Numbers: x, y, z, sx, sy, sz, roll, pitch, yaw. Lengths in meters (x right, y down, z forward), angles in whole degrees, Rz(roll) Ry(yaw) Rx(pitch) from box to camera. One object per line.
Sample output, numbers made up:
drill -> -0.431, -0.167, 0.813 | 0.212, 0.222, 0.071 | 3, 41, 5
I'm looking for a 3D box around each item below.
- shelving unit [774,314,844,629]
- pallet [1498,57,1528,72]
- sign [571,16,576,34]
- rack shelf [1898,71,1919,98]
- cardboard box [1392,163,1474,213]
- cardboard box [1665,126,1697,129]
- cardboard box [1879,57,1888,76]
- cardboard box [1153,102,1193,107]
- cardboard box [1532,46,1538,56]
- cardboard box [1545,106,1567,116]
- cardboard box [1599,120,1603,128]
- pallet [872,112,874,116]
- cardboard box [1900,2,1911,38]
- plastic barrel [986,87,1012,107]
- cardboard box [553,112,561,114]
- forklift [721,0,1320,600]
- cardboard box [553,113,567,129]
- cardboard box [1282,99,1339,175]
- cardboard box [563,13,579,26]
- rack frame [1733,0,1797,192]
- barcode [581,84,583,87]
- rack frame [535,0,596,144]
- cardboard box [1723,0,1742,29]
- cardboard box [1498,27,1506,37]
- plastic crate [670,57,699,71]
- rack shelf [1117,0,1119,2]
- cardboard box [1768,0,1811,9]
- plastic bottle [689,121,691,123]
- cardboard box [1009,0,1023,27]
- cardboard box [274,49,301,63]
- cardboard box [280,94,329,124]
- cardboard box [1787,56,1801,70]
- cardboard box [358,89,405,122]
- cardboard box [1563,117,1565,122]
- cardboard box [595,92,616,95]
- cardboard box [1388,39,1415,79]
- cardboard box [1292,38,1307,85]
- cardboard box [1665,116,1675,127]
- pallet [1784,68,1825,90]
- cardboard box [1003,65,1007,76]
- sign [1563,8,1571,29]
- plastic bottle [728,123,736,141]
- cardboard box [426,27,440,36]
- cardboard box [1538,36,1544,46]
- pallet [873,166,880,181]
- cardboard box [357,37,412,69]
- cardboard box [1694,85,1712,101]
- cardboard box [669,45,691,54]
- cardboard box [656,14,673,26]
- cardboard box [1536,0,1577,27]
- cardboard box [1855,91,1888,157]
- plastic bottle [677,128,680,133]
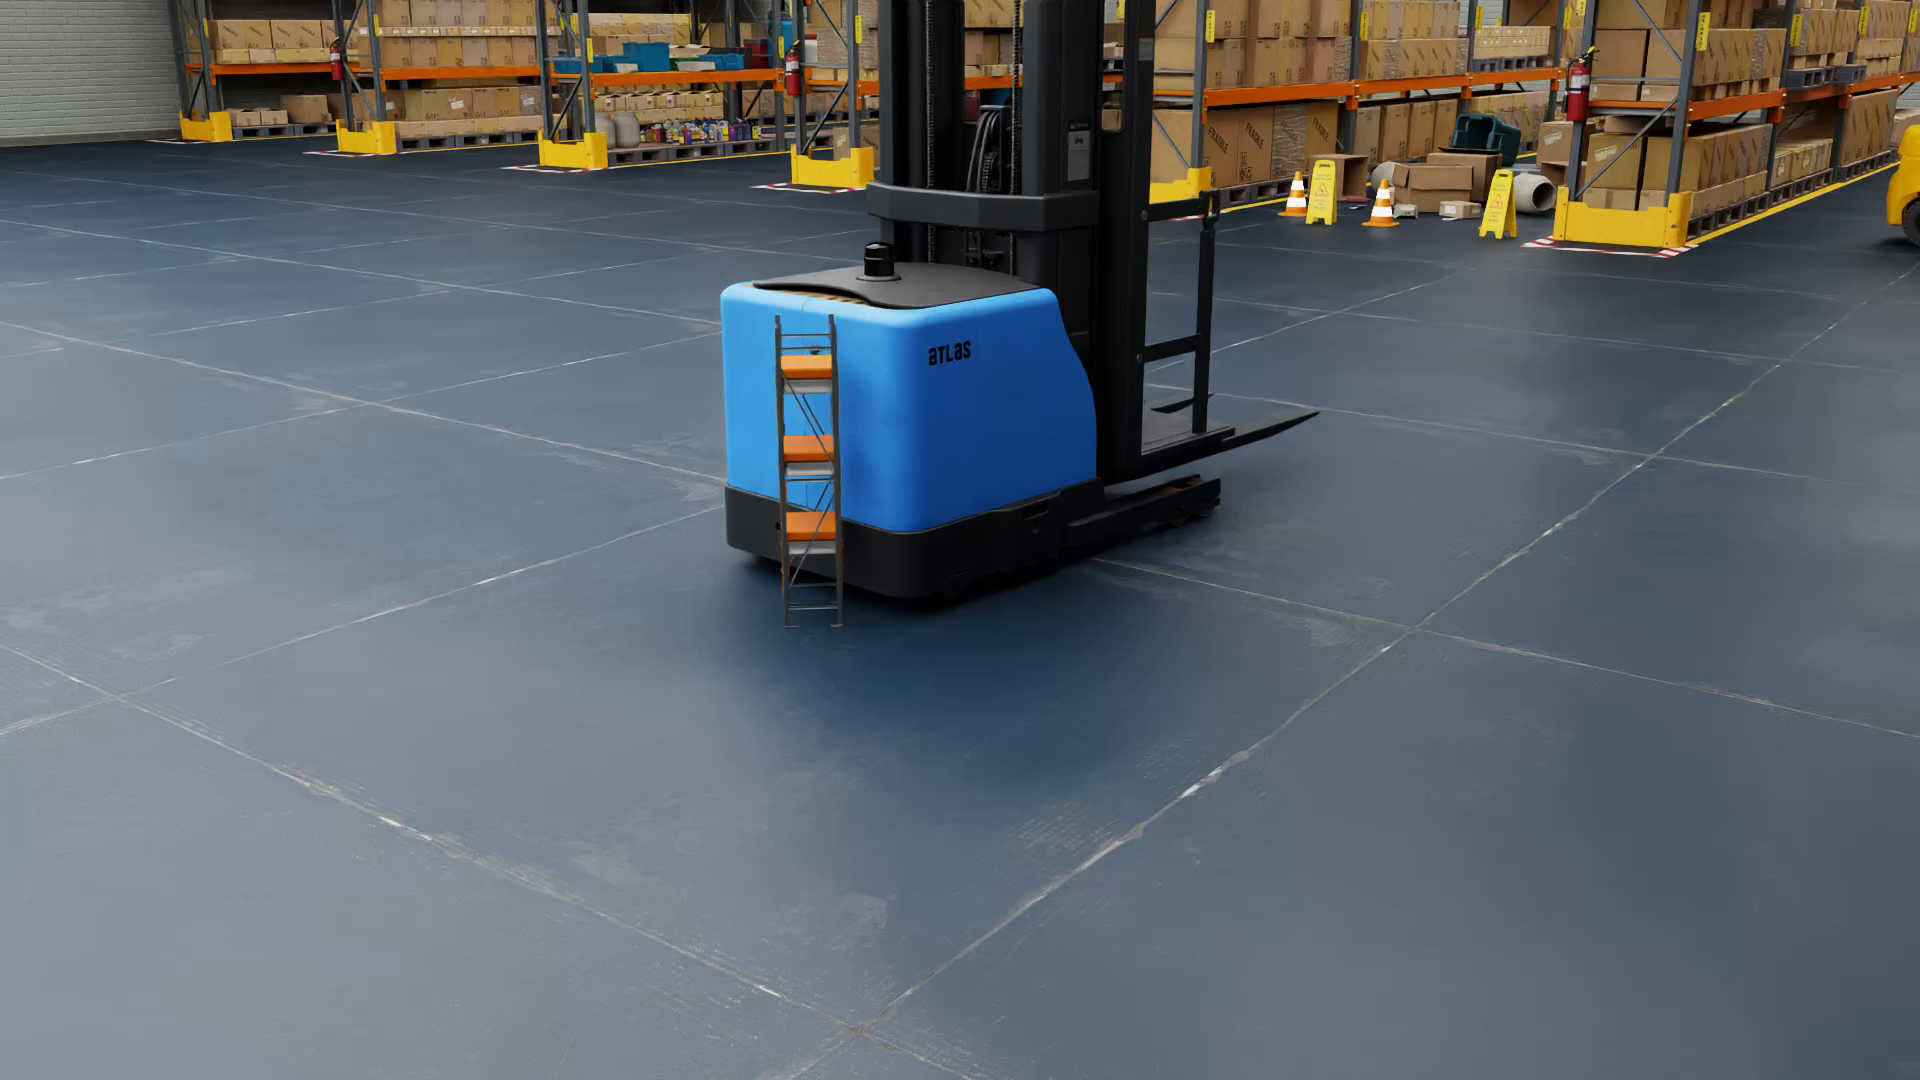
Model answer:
shelving unit -> -0.520, -0.235, 5.729 | 0.215, 1.050, 0.252 | -2, 17, -6
pallet -> 8.137, -7.413, 25.879 | 1.003, 0.211, 1.213 | 12, 21, 35
sign -> -6.823, -9.078, 29.326 | 0.100, 0.325, 0.005 | 12, 21, 35
rack shelf -> 14.601, -7.260, 26.278 | 1.077, 0.370, 4.000 | 12, 21, 35
cardboard box -> 5.273, -3.943, 18.592 | 0.797, 0.503, 0.637 | -1, 17, -3
cardboard box -> 7.455, -4.122, 17.623 | 0.500, 0.500, 0.500 | 14, 22, 37
cardboard box -> 12.724, -6.667, 23.406 | 0.500, 0.250, 0.500 | 12, 21, 33
cardboard box -> 3.495, -7.273, 27.979 | 1.225, 0.875, 0.875 | 11, 21, 32
cardboard box -> 8.992, -7.808, 26.545 | 0.380, 0.149, 0.250 | 12, 21, 35
cardboard box -> 10.068, -7.271, 28.195 | 0.380, 0.149, 0.250 | 12, 21, 34
cardboard box -> 11.313, -7.481, 29.875 | 0.380, 0.149, 0.250 | 12, 21, 34
pallet -> -1.367, -9.753, 37.796 | 1.003, 0.211, 1.213 | 12, 21, 35
cardboard box -> 13.345, -7.502, 23.989 | 0.500, 0.500, 0.500 | 13, 22, 36
plastic barrel -> 0.713, -8.657, 32.394 | 0.600, 0.901, 0.708 | 12, 21, 35
cardboard box -> -7.255, -7.762, 30.609 | 0.500, 0.250, 0.500 | 12, 21, 34
forklift -> 0.462, -1.547, 6.784 | 1.130, 2.935, 3.031 | 15, 23, 40
cardboard box -> -7.370, -7.463, 29.646 | 0.500, 0.250, 0.500 | 12, 21, 35
cardboard box -> 4.176, -5.121, 21.051 | 0.875, 0.875, 0.875 | 13, 21, 36
cardboard box -> -8.372, -11.179, 35.715 | 0.500, 0.250, 0.500 | 13, 22, 36
rack frame -> 8.643, -5.222, 18.502 | 1.000, 3.000, 0.127 | 12, 21, 35
barcode -> -6.783, -8.187, 29.903 | 0.001, 0.075, 0.075 | 12, 21, 35
rack frame -> -5.677, -6.896, 23.892 | 1.000, 3.000, 0.127 | 12, 21, 35
cardboard box -> 7.885, -5.705, 17.701 | 0.700, 0.500, 0.500 | 13, 21, 35
cardboard box -> 8.047, -7.716, 25.245 | 0.380, 0.149, 0.250 | 14, 22, 37
plastic crate -> -4.329, -7.474, 26.110 | 0.450, 0.188, 0.662 | 12, 21, 35
rack shelf -> 2.665, -11.319, 34.291 | 1.077, 0.370, 4.000 | 12, 21, 35
cardboard box -> 9.207, -5.972, 18.444 | 0.380, 0.149, 0.250 | 12, 21, 34
plastic bottle -> -4.352, -6.566, 26.666 | 0.061, 0.283, 0.133 | 14, 22, 37
cardboard box -> 0.637, -7.485, 23.432 | 0.500, 0.500, 0.500 | 12, 21, 35
cardboard box -> -12.482, -8.891, 30.536 | 0.500, 0.250, 0.500 | 12, 21, 34
cardboard box -> -12.332, -8.113, 31.285 | 0.700, 0.500, 0.500 | 11, 20, 31
cardboard box -> 9.226, -5.378, 18.721 | 0.380, 0.149, 0.250 | 13, 21, 35
cardboard box -> -9.572, -7.198, 27.528 | 0.500, 0.500, 0.500 | 12, 21, 35
cardboard box -> 10.042, -7.130, 28.242 | 0.380, 0.149, 0.250 | 12, 21, 34
cardboard box -> -6.654, -8.270, 31.301 | 0.500, 0.311, 0.500 | 12, 21, 35
cardboard box -> 5.737, -6.437, 22.246 | 0.500, 0.500, 0.500 | 12, 21, 34
cardboard box -> 3.671, -5.812, 20.147 | 0.875, 0.550, 0.550 | 12, 21, 35
cardboard box -> 7.489, -4.478, 17.676 | 0.380, 0.149, 0.250 | 14, 22, 38
pallet -> 9.215, -5.287, 19.034 | 1.003, 0.211, 1.213 | 12, 21, 35
cardboard box -> 0.438, -6.643, 23.502 | 0.380, 0.149, 0.250 | 12, 21, 35
sign -> 9.822, -8.434, 26.892 | 0.100, 0.325, 0.005 | 12, 21, 35
plastic bottle -> -3.624, -6.465, 26.343 | 0.061, 0.283, 0.133 | 14, 22, 38
cardboard box -> -8.789, -8.367, 27.367 | 0.380, 0.149, 0.250 | 12, 21, 34
cardboard box -> 9.139, -8.008, 26.688 | 0.380, 0.149, 0.250 | 13, 21, 35
pallet -> -1.142, -4.894, 22.148 | 1.003, 0.211, 1.213 | 12, 21, 35
cardboard box -> -9.365, -7.929, 27.049 | 0.700, 0.500, 0.500 | 12, 21, 35
cardboard box -> 6.990, -4.305, 15.973 | 0.380, 0.149, 0.250 | 12, 21, 33
cardboard box -> -5.575, -9.456, 32.286 | 0.500, 0.311, 0.500 | 12, 21, 34
cardboard box -> -6.869, -11.786, 37.669 | 0.500, 0.250, 0.500 | 13, 21, 36
cardboard box -> 9.838, -8.710, 27.377 | 0.500, 0.500, 0.500 | 13, 22, 36
cardboard box -> 12.572, -5.935, 23.672 | 0.875, 0.875, 0.875 | 13, 22, 36
plastic bottle -> -4.462, -6.402, 26.278 | 0.097, 0.201, 0.097 | 0, 17, 0
